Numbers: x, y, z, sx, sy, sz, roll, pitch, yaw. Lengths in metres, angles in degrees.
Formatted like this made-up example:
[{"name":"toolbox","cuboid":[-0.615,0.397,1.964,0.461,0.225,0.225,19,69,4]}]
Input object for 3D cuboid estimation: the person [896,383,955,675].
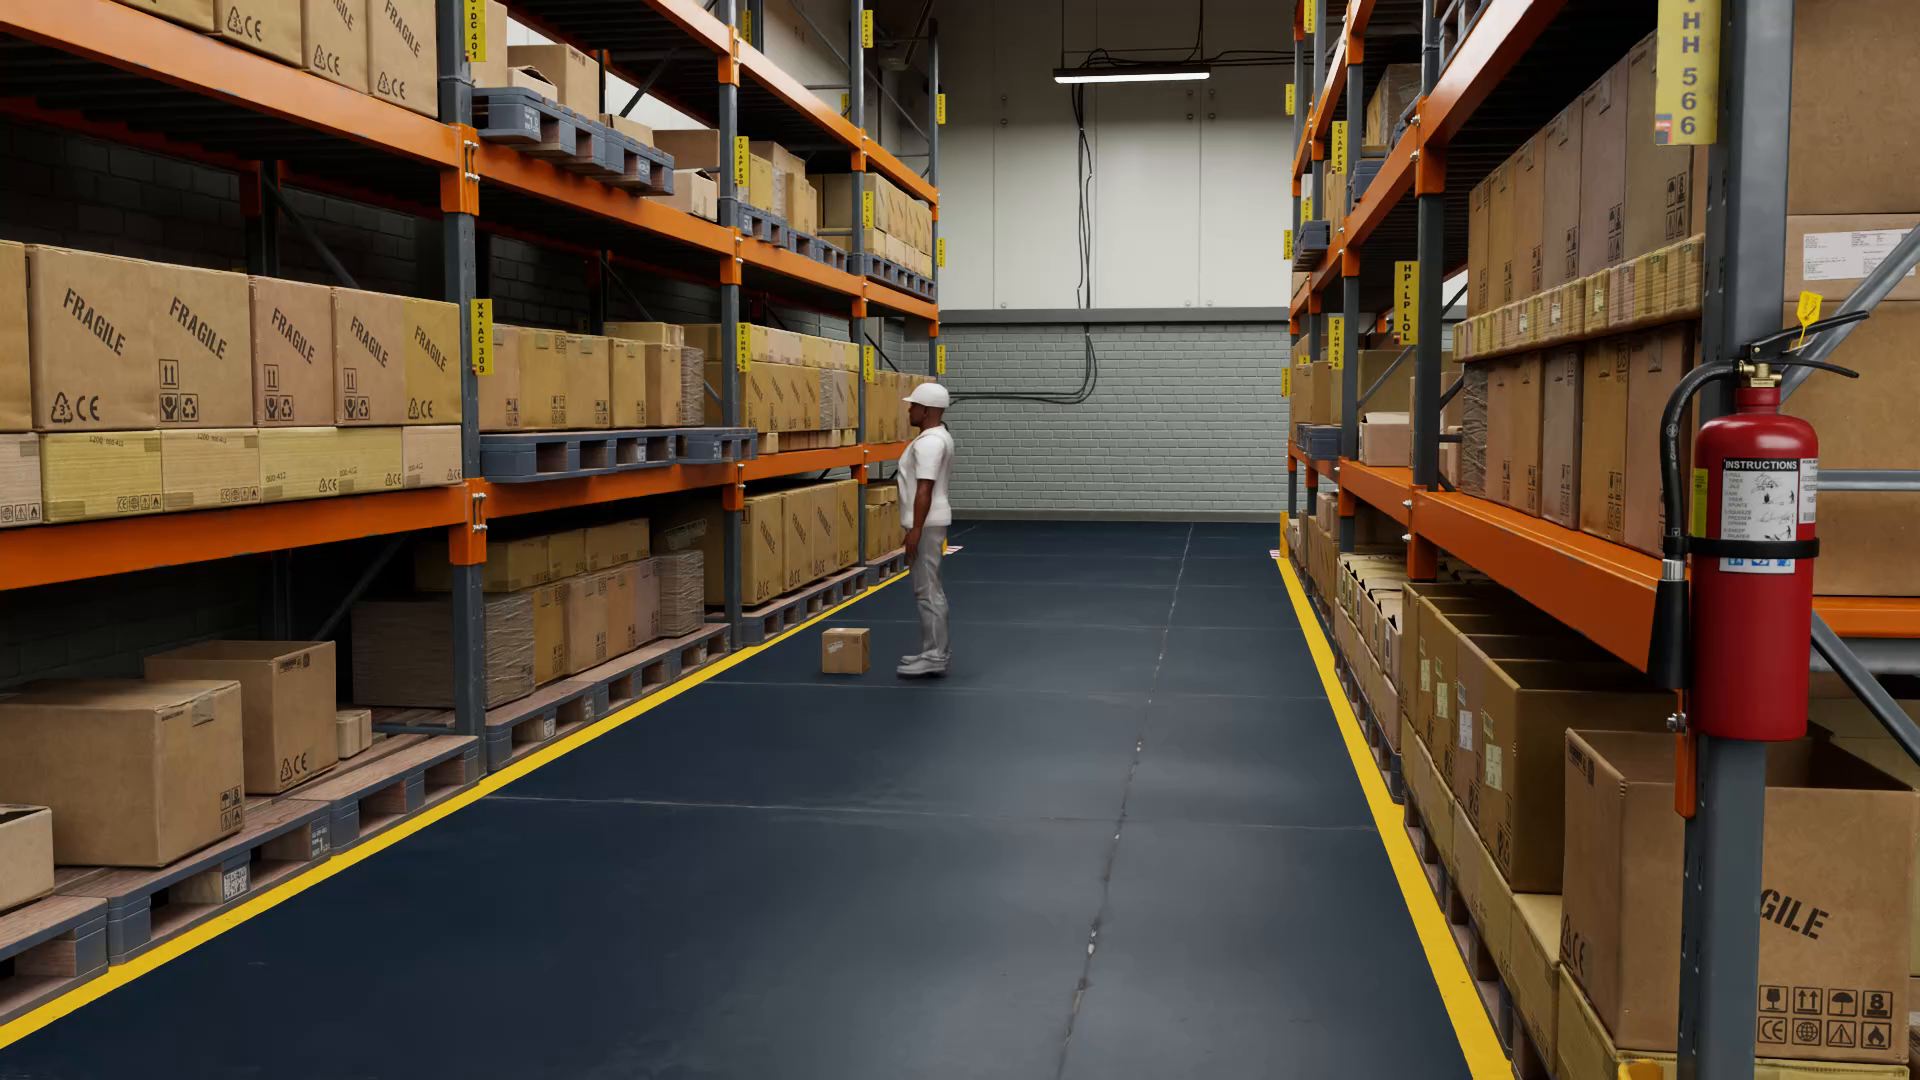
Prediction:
[{"name":"person","cuboid":[-0.210,-0.078,10.233,0.343,1.773,0.568,0,4,3]}]
